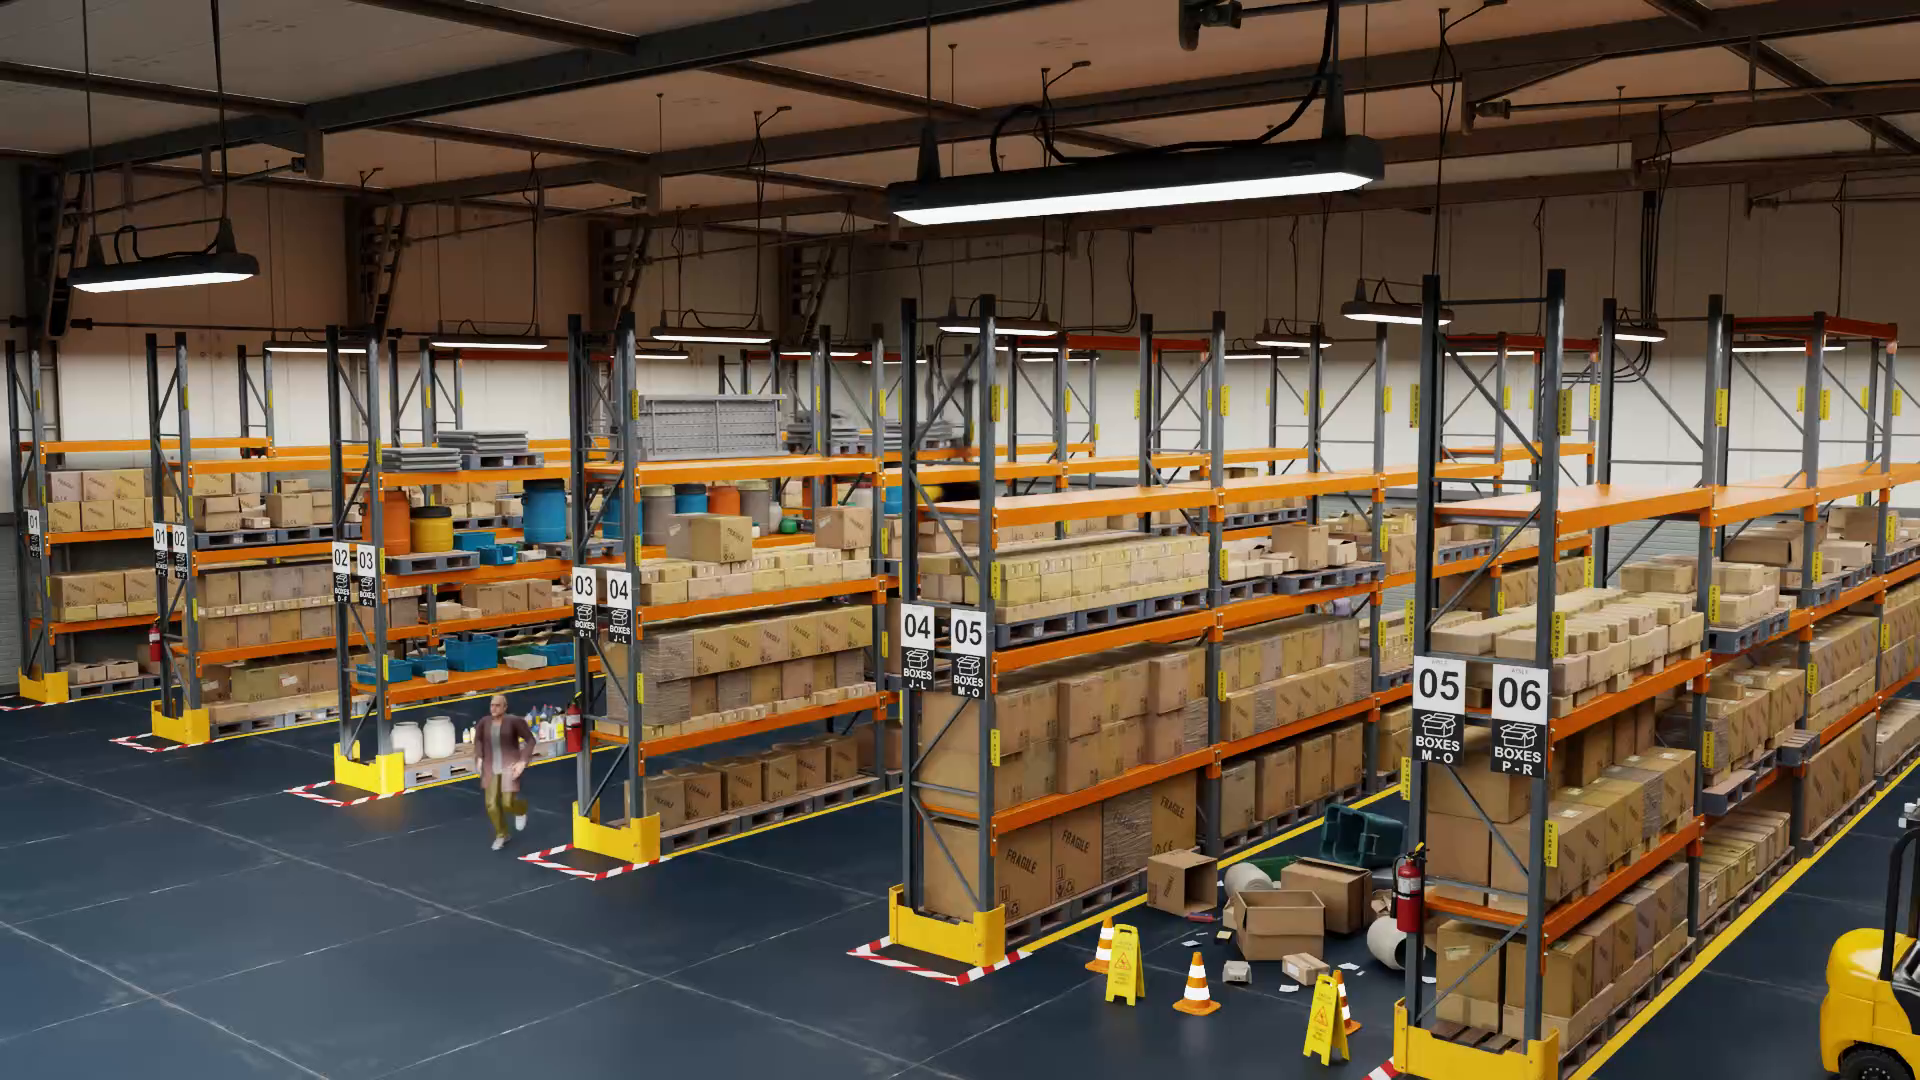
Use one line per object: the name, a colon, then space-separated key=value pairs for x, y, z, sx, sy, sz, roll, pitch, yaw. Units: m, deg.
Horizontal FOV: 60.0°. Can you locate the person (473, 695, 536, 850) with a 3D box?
person: x=-5.196 y=2.613 z=19.021 sx=0.750 sy=1.752 sz=0.722 roll=1 pitch=5 yaw=9

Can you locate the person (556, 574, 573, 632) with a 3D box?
person: x=-7.657 y=1.461 z=32.314 sx=0.507 sy=1.604 sz=0.667 roll=5 pitch=7 yaw=43

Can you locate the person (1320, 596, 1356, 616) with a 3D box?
person: x=7.131 y=1.572 z=31.208 sx=0.648 sy=1.689 sz=0.646 roll=-3 pitch=6 yaw=-33
